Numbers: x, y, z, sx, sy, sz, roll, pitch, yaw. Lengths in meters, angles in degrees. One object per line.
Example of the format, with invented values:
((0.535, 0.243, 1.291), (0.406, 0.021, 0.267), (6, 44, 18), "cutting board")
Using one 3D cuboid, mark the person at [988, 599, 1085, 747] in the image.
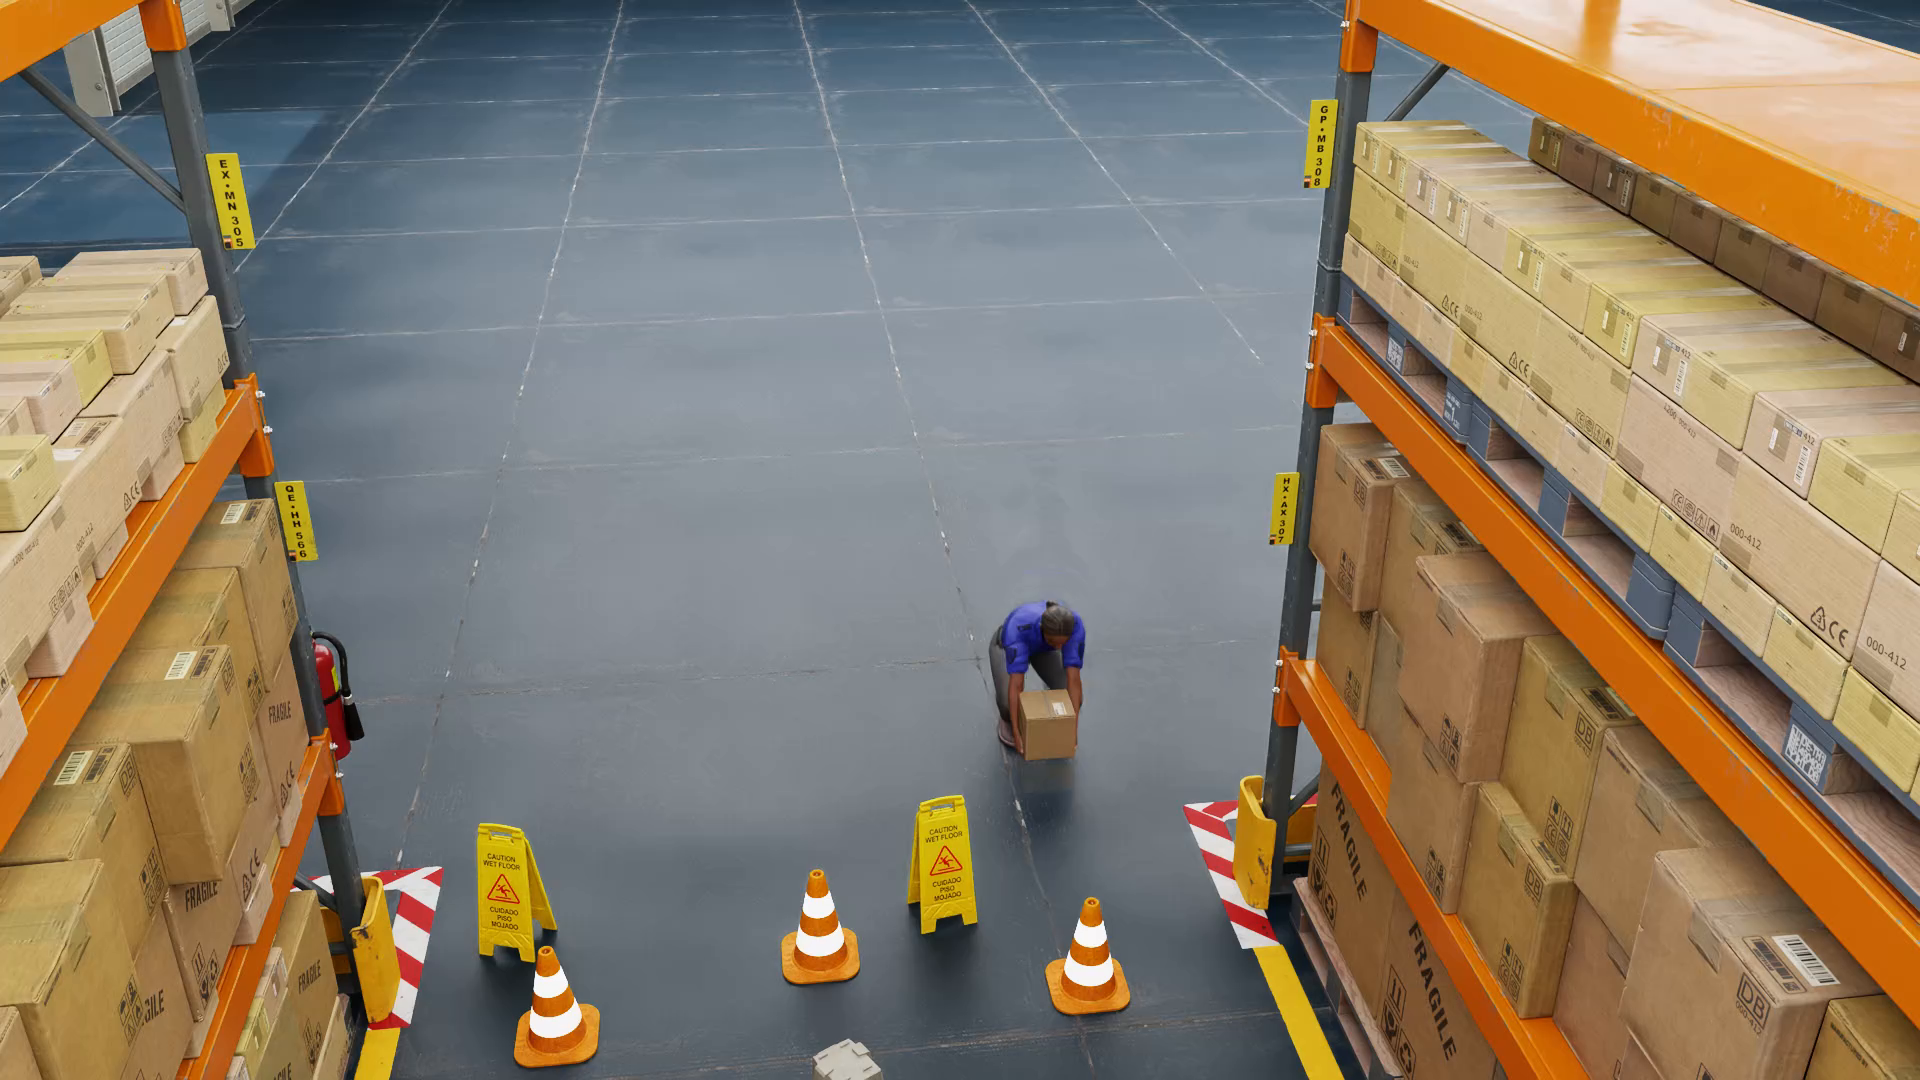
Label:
((0.389, 0.649, 8.733), (0.455, 0.855, 0.618), (-4, 28, -8), "person")
